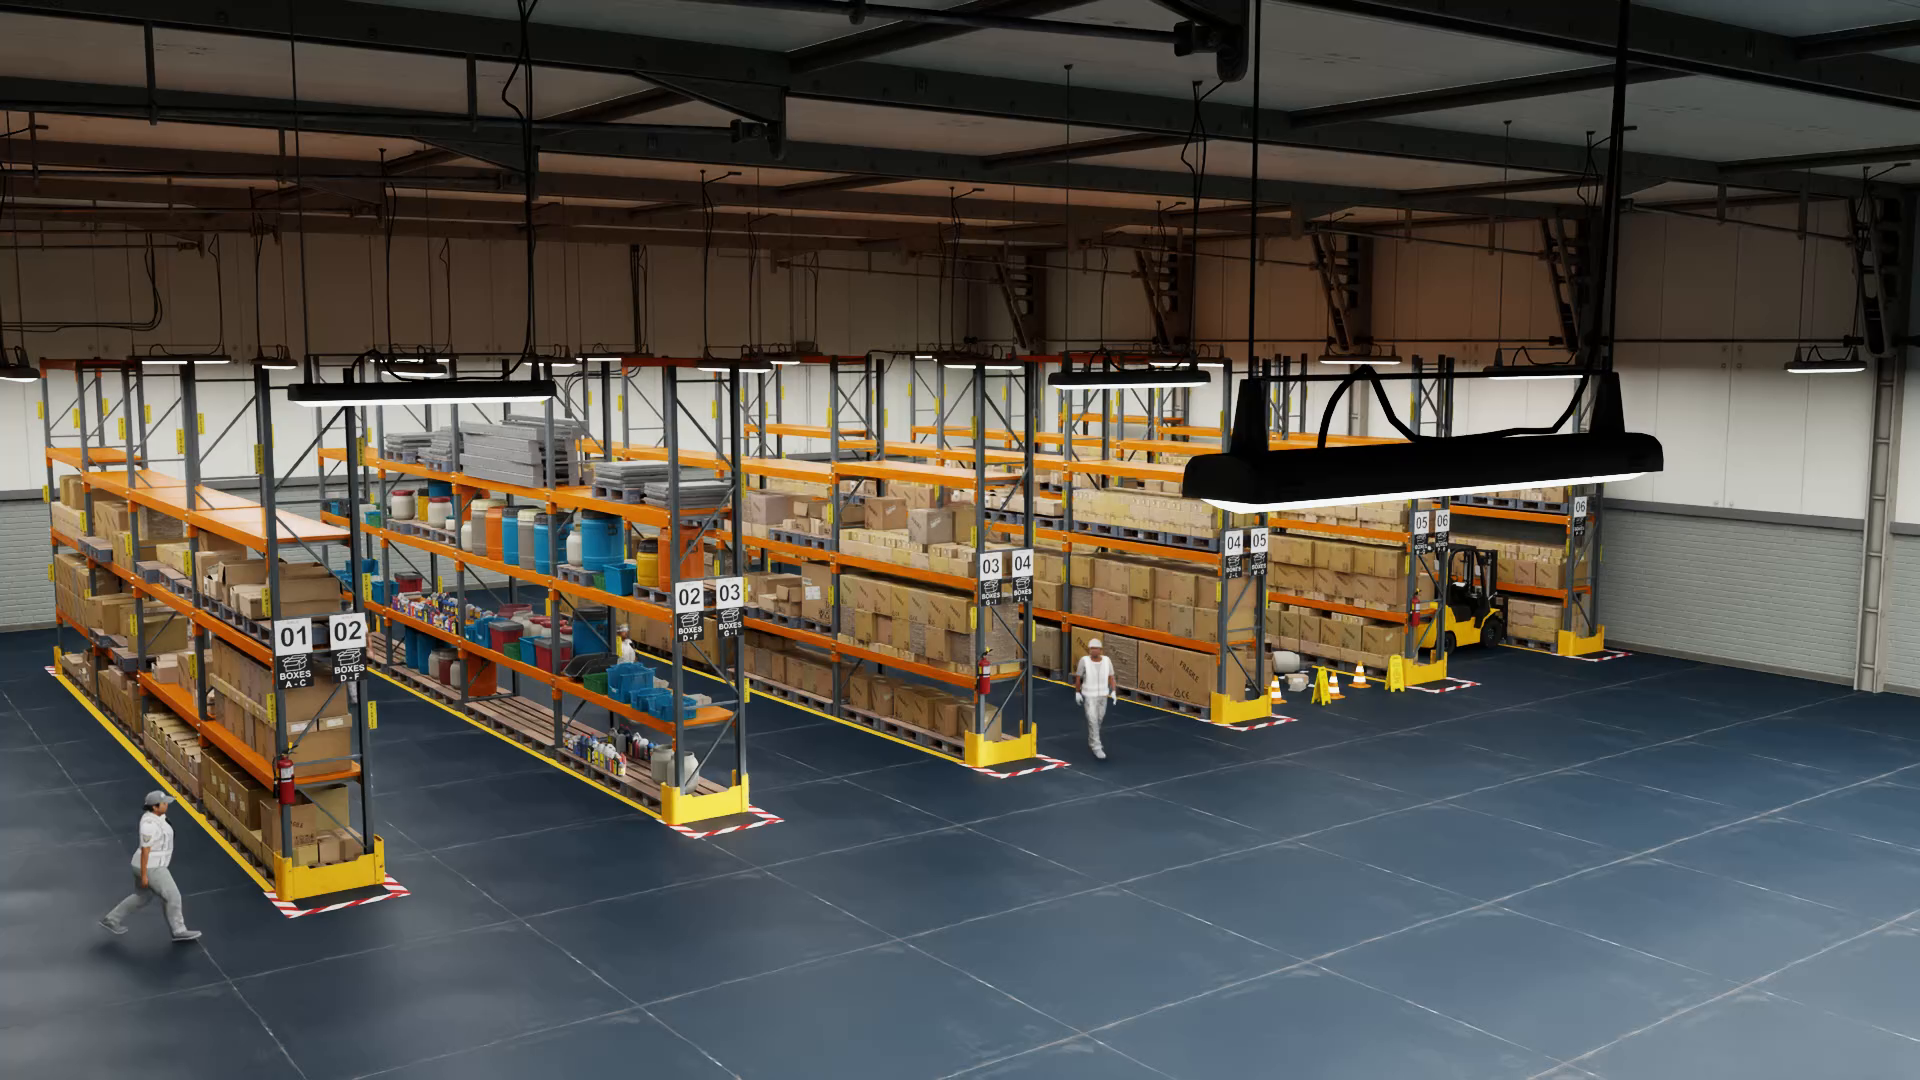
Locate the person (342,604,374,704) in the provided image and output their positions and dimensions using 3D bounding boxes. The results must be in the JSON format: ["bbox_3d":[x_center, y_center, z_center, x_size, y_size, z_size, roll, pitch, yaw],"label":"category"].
[{"bbox_3d":[-10.654,1.960,29.218,0.632,1.702,1.074,-4,8,-33],"label":"person"}]

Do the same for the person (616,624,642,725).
[{"bbox_3d":[-5.570,2.188,27.606,0.997,1.631,0.511,5,9,38],"label":"person"}]

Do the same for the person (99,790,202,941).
[{"bbox_3d":[-8.570,3.430,17.526,1.019,1.604,0.484,-2,7,-16],"label":"person"}]

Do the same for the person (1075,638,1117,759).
[{"bbox_3d":[2.112,2.386,25.403,0.564,1.759,0.841,-2,7,-17],"label":"person"}]

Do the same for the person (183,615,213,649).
[{"bbox_3d":[-14.038,1.819,30.684,0.639,1.681,0.725,-4,8,-27],"label":"person"}]
